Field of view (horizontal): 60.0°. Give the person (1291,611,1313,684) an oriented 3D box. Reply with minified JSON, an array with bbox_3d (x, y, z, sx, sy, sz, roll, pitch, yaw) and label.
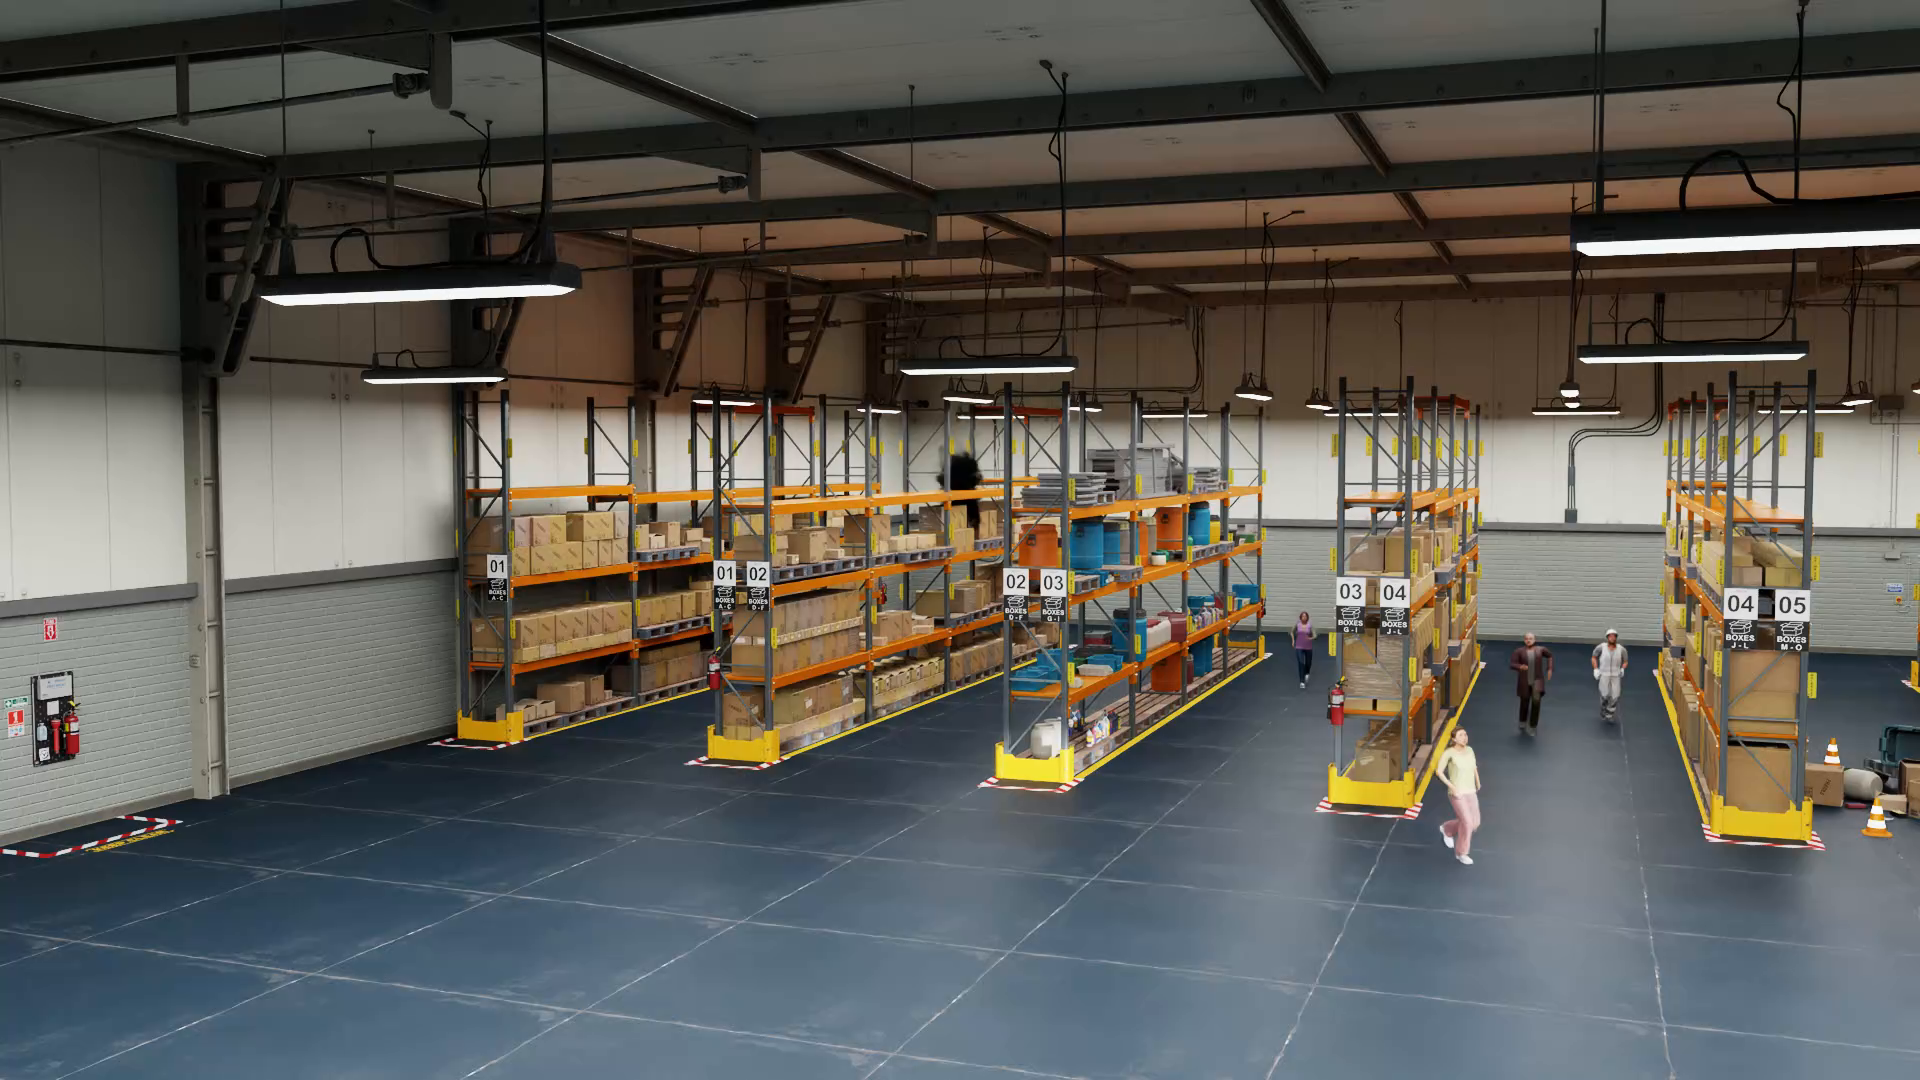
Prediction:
[{"bbox_3d":[7.181,2.245,34.853,0.489,1.506,0.744,0,3,9],"label":"person"}]

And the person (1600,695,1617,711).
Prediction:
[{"bbox_3d":[11.816,2.962,30.312,0.304,0.324,0.297,1,3,14],"label":"person"}]
